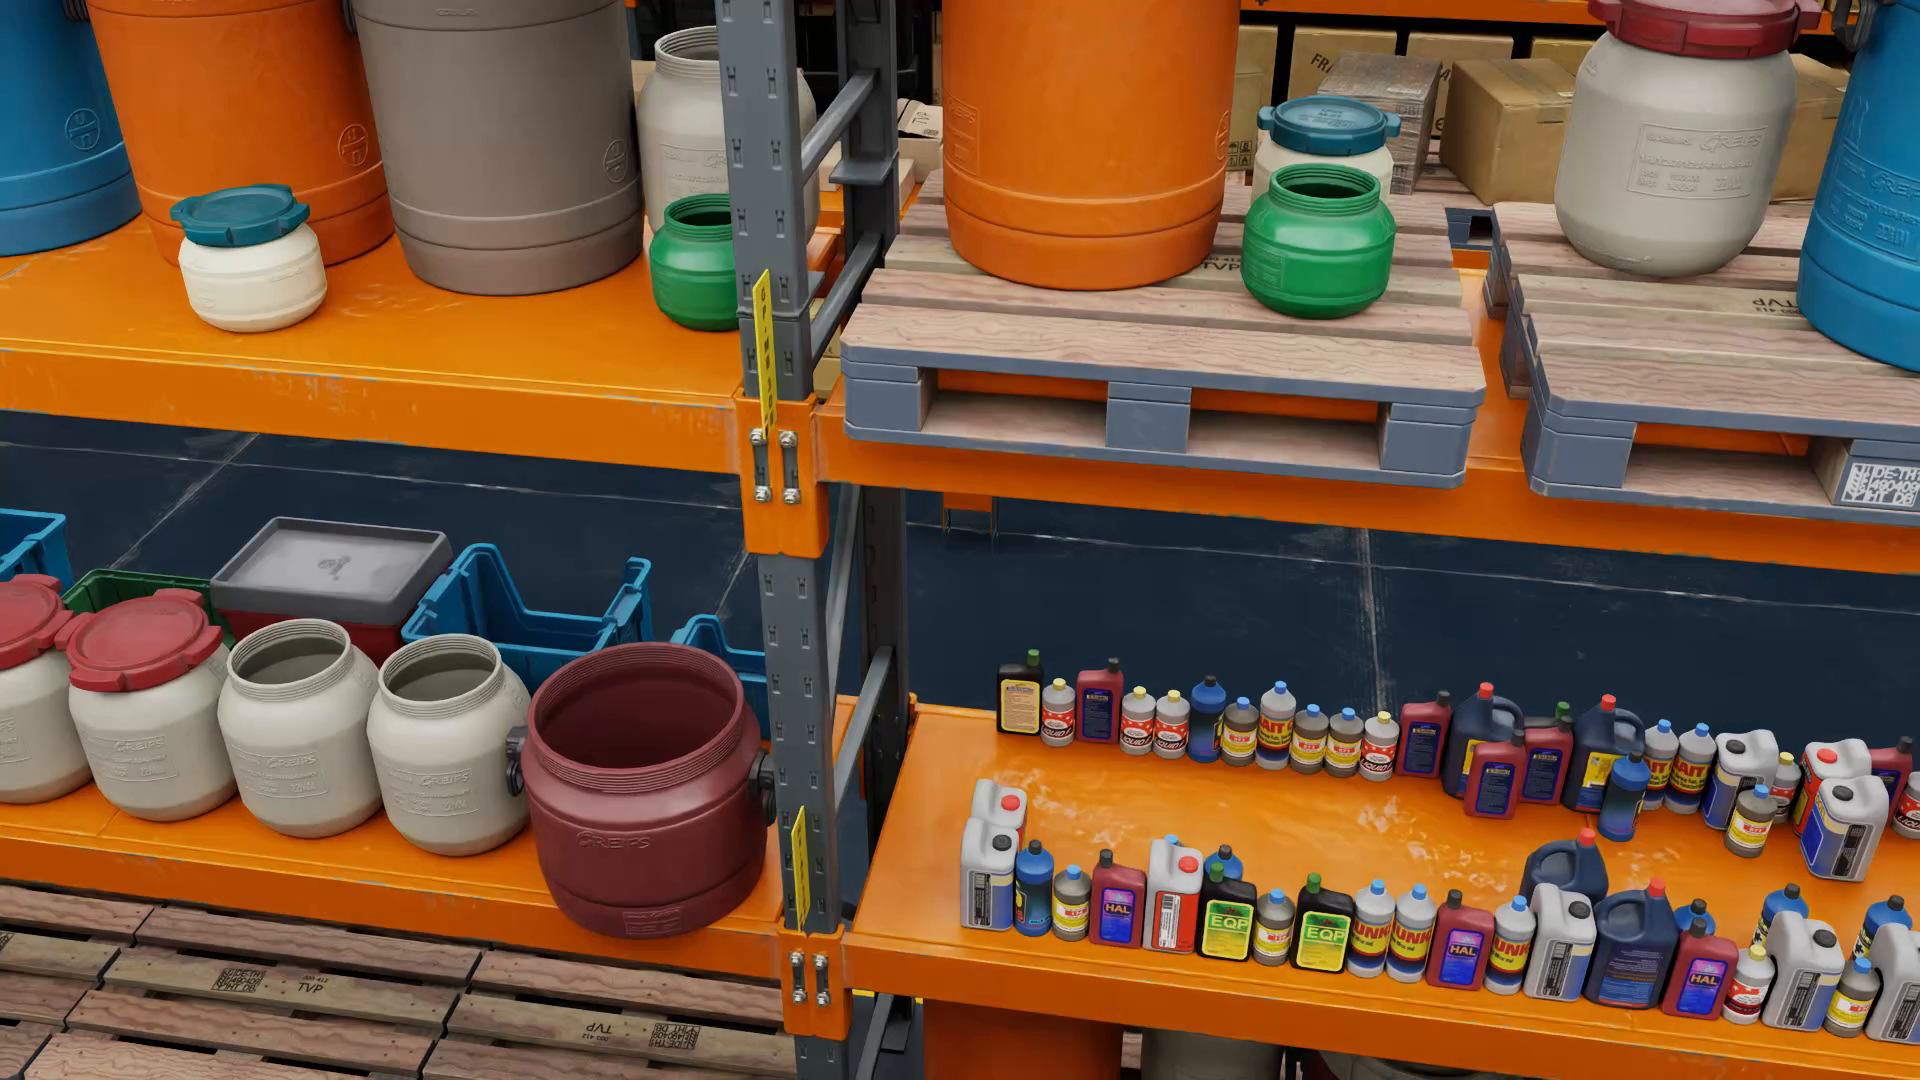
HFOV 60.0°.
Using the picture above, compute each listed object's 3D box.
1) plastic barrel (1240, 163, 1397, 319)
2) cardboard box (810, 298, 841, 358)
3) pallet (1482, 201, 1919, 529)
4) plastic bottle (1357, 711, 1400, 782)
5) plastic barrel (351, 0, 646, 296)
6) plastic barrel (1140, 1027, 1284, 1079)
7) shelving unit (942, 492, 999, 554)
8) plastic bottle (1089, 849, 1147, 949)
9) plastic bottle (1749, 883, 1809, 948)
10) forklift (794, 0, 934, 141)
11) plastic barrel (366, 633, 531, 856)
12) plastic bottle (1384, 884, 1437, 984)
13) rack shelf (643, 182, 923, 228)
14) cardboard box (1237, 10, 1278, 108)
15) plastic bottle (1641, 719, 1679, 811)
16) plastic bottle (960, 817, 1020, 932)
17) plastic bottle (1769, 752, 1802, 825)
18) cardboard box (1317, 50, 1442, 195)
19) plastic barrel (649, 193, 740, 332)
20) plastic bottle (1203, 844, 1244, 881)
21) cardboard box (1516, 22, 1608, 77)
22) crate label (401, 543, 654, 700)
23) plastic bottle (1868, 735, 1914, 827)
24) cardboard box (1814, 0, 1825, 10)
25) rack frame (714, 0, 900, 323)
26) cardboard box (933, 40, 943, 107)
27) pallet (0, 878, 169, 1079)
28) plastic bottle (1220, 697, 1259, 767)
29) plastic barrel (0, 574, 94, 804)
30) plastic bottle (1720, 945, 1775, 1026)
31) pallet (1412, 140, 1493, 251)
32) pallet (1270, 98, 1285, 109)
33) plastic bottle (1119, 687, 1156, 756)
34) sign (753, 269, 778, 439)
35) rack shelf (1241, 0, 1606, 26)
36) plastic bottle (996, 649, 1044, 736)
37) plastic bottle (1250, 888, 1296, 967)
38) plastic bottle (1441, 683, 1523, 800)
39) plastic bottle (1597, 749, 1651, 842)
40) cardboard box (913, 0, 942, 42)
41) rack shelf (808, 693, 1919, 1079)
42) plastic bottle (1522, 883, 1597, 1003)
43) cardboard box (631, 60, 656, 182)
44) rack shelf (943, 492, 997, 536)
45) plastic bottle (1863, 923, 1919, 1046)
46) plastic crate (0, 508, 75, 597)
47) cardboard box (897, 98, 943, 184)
[{"bbox_3d":[0.710,-0.593,3.294,0.294,0.245,0.294,0,32,0],"label":"plastic barrel"},{"bbox_3d":[-0.530,-1.226,9.049,0.500,0.311,0.500,5,32,7],"label":"cardboard box"},{"bbox_3d":[1.739,-0.378,3.377,1.213,0.211,1.003,5,32,8],"label":"pallet"},{"bbox_3d":[1.184,0.574,4.693,0.097,0.201,0.097,0,32,0],"label":"plastic bottle"},{"bbox_3d":[-1.069,-1.095,3.873,0.600,0.901,0.600,0,32,0],"label":"plastic barrel"},{"bbox_3d":[0.760,1.490,4.991,0.421,0.512,0.421,0,32,0],"label":"plastic barrel"},{"bbox_3d":[0.053,-0.440,7.964,0.252,1.050,0.215,5,32,8],"label":"shelving unit"},{"bbox_3d":[0.392,0.886,4.118,0.133,0.283,0.061,5,32,8],"label":"plastic bottle"},{"bbox_3d":[1.988,0.944,4.037,0.097,0.271,0.097,0,32,0],"label":"plastic bottle"},{"bbox_3d":[-0.706,-3.339,10.822,1.130,2.935,3.031,1,32,2],"label":"forklift"},{"bbox_3d":[-1.346,0.548,4.442,0.421,0.512,0.421,0,32,0],"label":"plastic barrel"},{"bbox_3d":[1.097,0.945,4.035,0.097,0.271,0.097,0,32,0],"label":"plastic bottle"},{"bbox_3d":[-1.431,-1.889,9.118,4.000,0.370,1.077,5,32,8],"label":"rack shelf"},{"bbox_3d":[2.073,-3.739,13.026,0.750,0.750,0.750,5,32,8],"label":"cardboard box"},{"bbox_3d":[1.908,0.610,4.570,0.097,0.271,0.097,0,32,0],"label":"plastic bottle"},{"bbox_3d":[0.076,0.836,4.205,0.135,0.276,0.152,5,32,8],"label":"plastic bottle"},{"bbox_3d":[2.232,0.669,4.542,0.097,0.201,0.097,0,32,0],"label":"plastic bottle"},{"bbox_3d":[2.050,-2.057,8.218,0.500,0.500,0.700,11,34,17],"label":"cardboard box"},{"bbox_3d":[-0.548,-0.626,3.741,0.294,0.245,0.294,0,32,0],"label":"plastic barrel"},{"bbox_3d":[0.652,0.872,4.151,0.097,0.271,0.097,0,32,0],"label":"plastic bottle"},{"bbox_3d":[4.651,-3.506,12.654,0.750,0.750,0.750,6,32,9],"label":"cardboard box"},{"bbox_3d":[-1.230,0.330,4.862,0.616,0.435,0.502,5,32,8],"label":"crate label"},{"bbox_3d":[2.482,0.647,4.500,0.133,0.283,0.061,5,32,8],"label":"plastic bottle"},{"bbox_3d":[5.845,-4.319,12.041,0.700,0.700,0.980,6,32,9],"label":"cardboard box"},{"bbox_3d":[-0.296,-1.968,2.912,0.127,3.000,1.000,5,32,8],"label":"rack frame"},{"bbox_3d":[-0.331,-3.906,13.605,0.500,0.500,0.700,5,32,8],"label":"cardboard box"},{"bbox_3d":[-3.459,1.450,5.734,1.213,0.211,1.003,5,32,8],"label":"pallet"},{"bbox_3d":[0.800,0.539,4.749,0.097,0.201,0.097,0,32,0],"label":"plastic bottle"},{"bbox_3d":[-2.610,0.426,4.614,0.433,0.535,0.433,0,32,0],"label":"plastic barrel"},{"bbox_3d":[1.866,1.044,3.942,0.097,0.201,0.097,0,32,0],"label":"plastic bottle"},{"bbox_3d":[2.459,-1.762,8.419,1.213,0.211,1.003,5,32,8],"label":"pallet"},{"bbox_3d":[2.135,-3.314,13.346,1.213,0.211,1.003,5,32,8],"label":"pallet"},{"bbox_3d":[0.512,0.513,4.790,0.097,0.201,0.097,0,32,0],"label":"plastic bottle"},{"bbox_3d":[-0.382,-0.363,3.275,0.005,0.325,0.100,5,32,8],"label":"sign"},{"bbox_3d":[3.342,-4.123,12.687,4.000,0.370,1.077,5,32,8],"label":"rack shelf"},{"bbox_3d":[0.174,0.438,4.833,0.133,0.283,0.061,5,32,8],"label":"plastic bottle"},{"bbox_3d":[0.773,0.945,4.100,0.097,0.201,0.097,0,32,0],"label":"plastic bottle"},{"bbox_3d":[1.451,0.547,4.595,0.185,0.351,0.144,5,32,8],"label":"plastic bottle"},{"bbox_3d":[1.787,0.676,4.464,0.097,0.271,0.097,0,32,0],"label":"plastic bottle"},{"bbox_3d":[-0.407,-4.215,13.391,0.500,0.250,0.500,5,32,8],"label":"cardboard box"},{"bbox_3d":[1.675,1.059,4.409,4.000,0.370,1.077,5,32,8],"label":"rack shelf"},{"bbox_3d":[1.443,0.959,4.007,0.135,0.276,0.152,5,32,8],"label":"plastic bottle"},{"bbox_3d":[-1.635,-2.246,8.916,0.500,0.500,0.500,5,32,8],"label":"cardboard box"},{"bbox_3d":[0.053,-0.196,8.117,0.240,0.259,0.215,5,32,8],"label":"rack shelf"},{"bbox_3d":[2.214,1.029,3.895,0.135,0.276,0.152,5,32,8],"label":"plastic bottle"},{"bbox_3d":[-3.100,0.161,5.181,0.575,0.384,0.392,5,32,8],"label":"plastic crate"},{"bbox_3d":[-0.308,-2.158,8.955,0.500,0.311,0.500,5,32,8],"label":"cardboard box"}]
